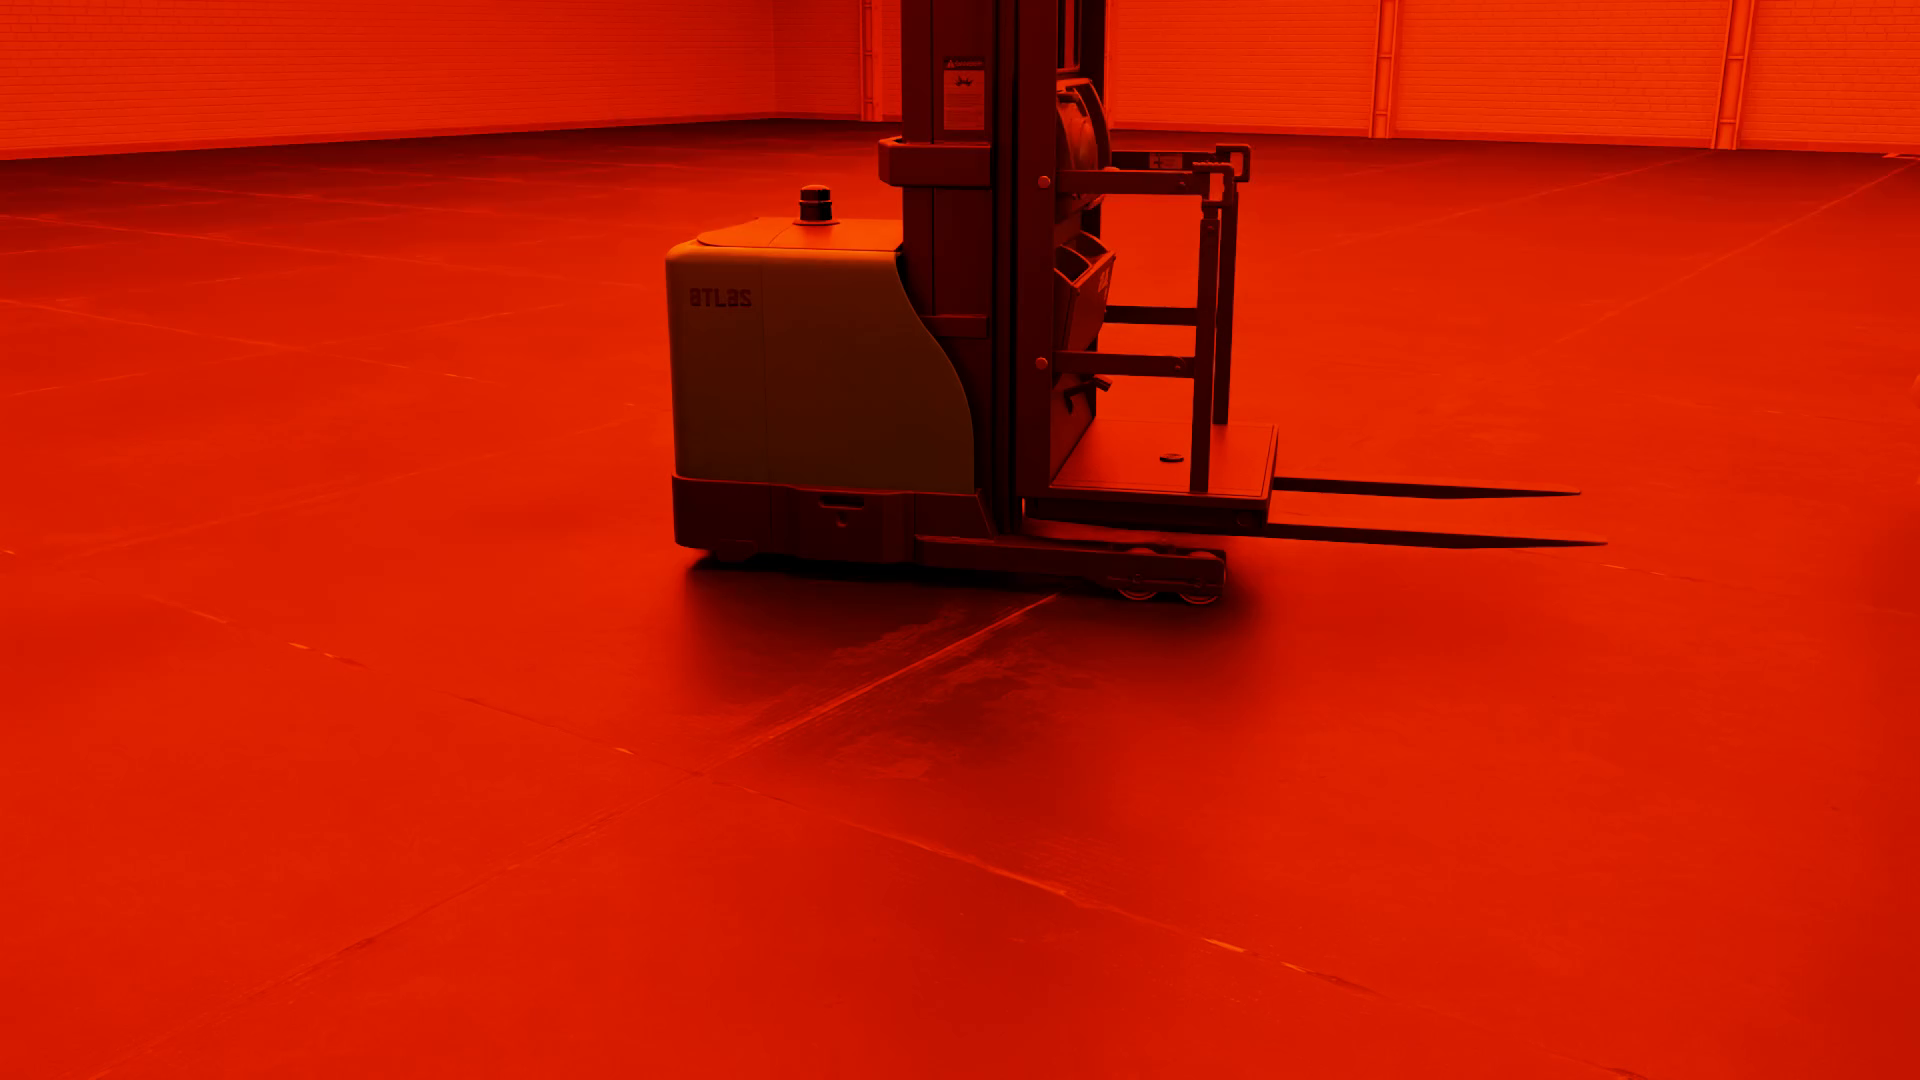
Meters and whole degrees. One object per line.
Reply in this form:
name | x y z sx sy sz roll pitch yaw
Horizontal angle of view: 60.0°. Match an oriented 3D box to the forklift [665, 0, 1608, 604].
forklift | 0.595 -1.367 5.404 3.031 2.935 1.130 4 17 12
